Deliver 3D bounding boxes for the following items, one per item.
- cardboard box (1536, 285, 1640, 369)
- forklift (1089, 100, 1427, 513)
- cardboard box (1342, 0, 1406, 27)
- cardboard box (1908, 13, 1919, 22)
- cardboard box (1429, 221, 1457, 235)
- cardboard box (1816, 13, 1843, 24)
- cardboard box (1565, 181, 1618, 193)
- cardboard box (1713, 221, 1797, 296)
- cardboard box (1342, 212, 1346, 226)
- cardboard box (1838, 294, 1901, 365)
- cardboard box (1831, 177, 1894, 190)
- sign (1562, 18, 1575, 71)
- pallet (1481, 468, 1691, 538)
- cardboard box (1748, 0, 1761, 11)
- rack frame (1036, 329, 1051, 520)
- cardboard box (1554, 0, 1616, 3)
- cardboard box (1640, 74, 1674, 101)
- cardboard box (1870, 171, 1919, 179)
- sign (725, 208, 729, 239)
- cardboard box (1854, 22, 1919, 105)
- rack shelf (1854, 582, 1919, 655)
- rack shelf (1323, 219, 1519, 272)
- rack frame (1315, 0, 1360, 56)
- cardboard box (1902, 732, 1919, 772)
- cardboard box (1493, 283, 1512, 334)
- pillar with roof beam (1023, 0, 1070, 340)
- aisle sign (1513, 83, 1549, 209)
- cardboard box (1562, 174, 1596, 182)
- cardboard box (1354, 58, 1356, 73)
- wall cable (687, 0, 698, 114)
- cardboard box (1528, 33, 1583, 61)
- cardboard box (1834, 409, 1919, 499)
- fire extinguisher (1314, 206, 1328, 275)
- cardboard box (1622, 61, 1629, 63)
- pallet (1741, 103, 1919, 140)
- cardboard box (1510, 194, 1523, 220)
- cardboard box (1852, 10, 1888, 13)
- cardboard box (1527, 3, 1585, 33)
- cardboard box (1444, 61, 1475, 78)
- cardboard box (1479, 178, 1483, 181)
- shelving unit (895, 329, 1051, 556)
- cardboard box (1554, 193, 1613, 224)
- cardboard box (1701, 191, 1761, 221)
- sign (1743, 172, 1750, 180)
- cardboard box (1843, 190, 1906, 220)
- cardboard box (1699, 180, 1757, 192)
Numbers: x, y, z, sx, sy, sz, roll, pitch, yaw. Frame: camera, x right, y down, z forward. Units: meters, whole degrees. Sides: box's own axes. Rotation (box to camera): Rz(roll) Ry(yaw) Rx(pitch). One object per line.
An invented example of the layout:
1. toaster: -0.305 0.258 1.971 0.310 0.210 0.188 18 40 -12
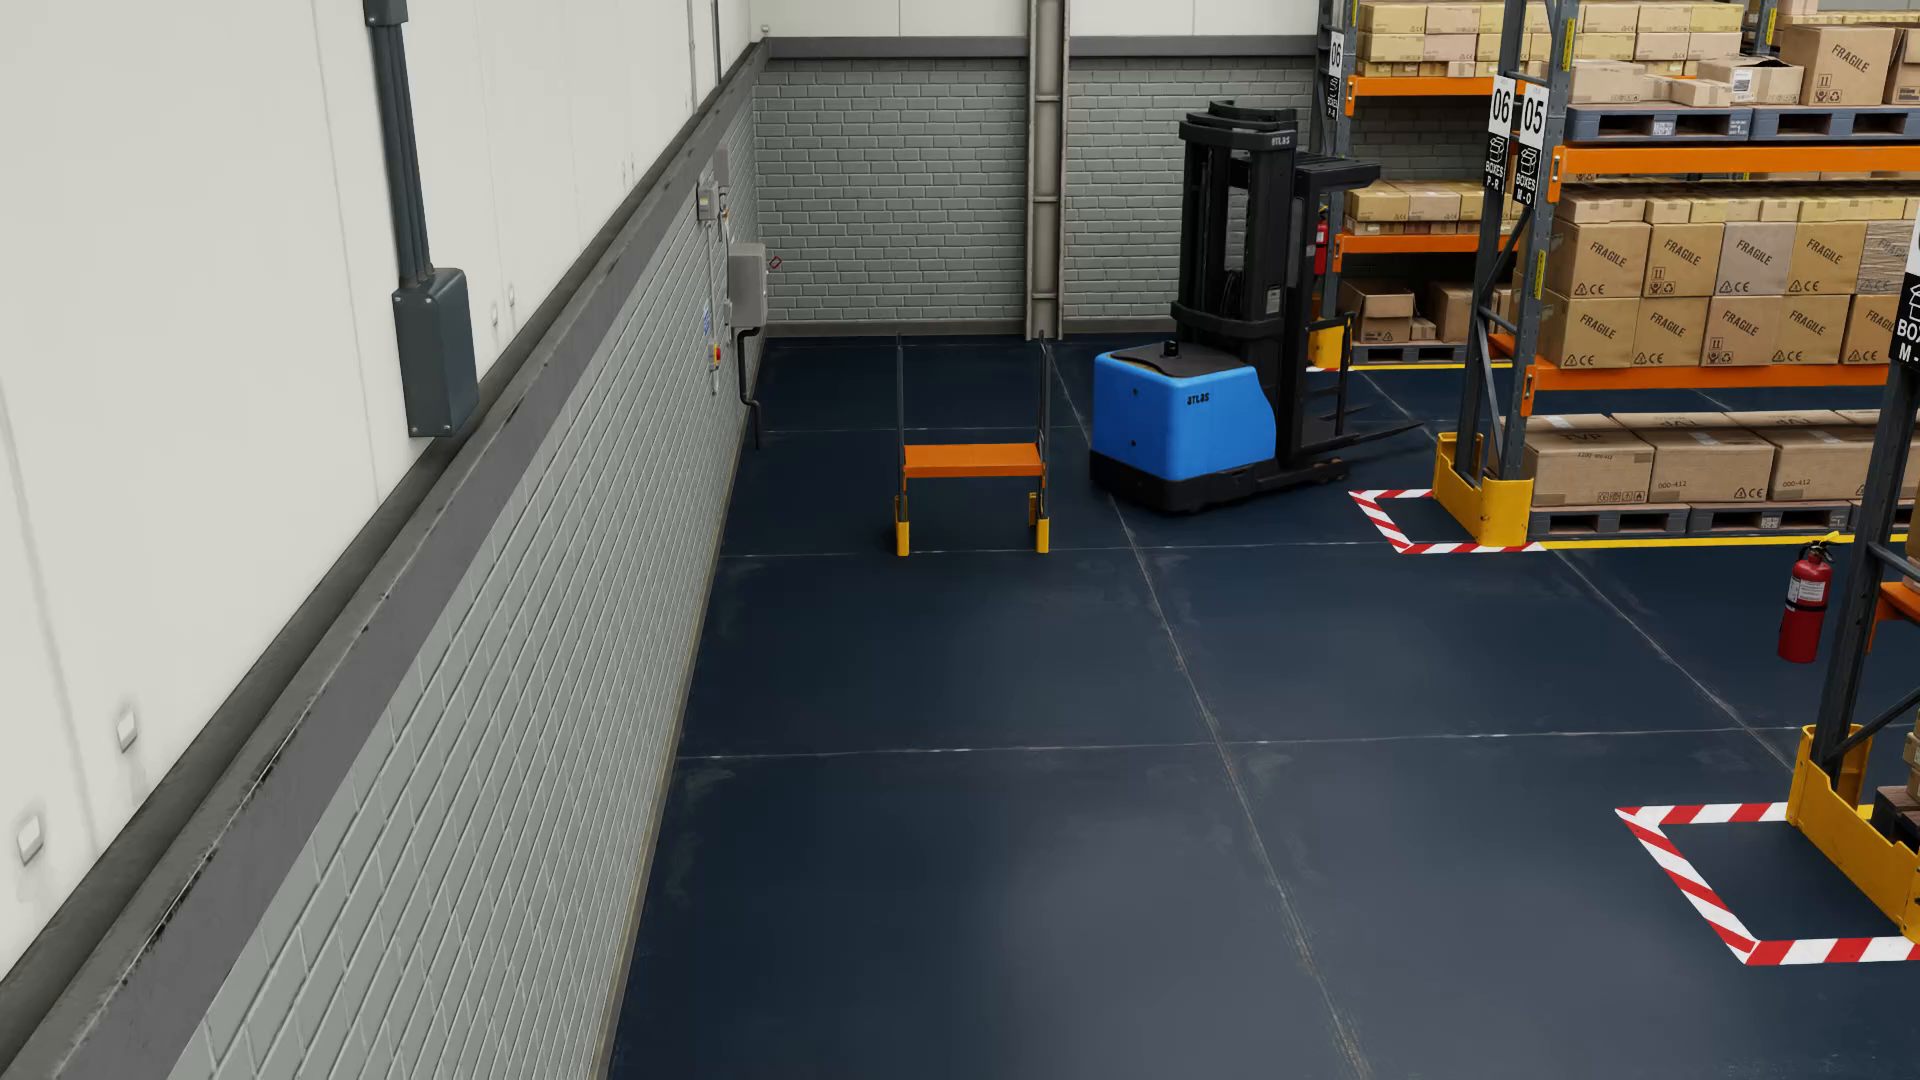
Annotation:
1. cardboard box: 4.415 -1.515 11.744 0.500 0.500 0.500 -1 21 -3
2. forklift: 2.532 -1.961 13.151 3.031 2.935 1.130 -14 25 -32
3. cardboard box: 4.060 -5.136 16.270 0.500 0.250 0.500 -2 21 -5
4. cardboard box: 9.232 -4.972 15.954 0.250 0.149 0.380 -1 21 -3
5. cardboard box: 4.744 -3.138 16.501 0.250 0.149 0.380 -1 21 -1
6. cardboard box: 8.212 -4.952 15.901 0.250 0.149 0.380 -1 21 -2
7. cardboard box: 4.519 -2.470 11.935 0.250 0.149 0.380 -1 21 -2
8. cardboard box: 5.444 -2.009 11.637 0.500 0.500 0.500 -1 21 -3
9. cardboard box: 3.948 -3.308 16.948 0.250 0.149 0.380 -1 21 -4
10. cardboard box: 6.450 -1.560 11.863 0.500 0.500 0.500 -1 21 -4
11. cardboard box: 6.557 -2.535 12.107 0.250 0.149 0.380 -2 21 -5
12. sign: 3.945 -3.211 10.783 0.005 0.325 0.100 -1 21 -3
13. pallet: 4.714 -0.301 12.616 1.213 0.211 1.003 -1 21 -3
14. cardboard box: 7.928 -5.296 16.221 0.258 0.266 0.396 -1 21 -4
15. rack frame: 0.593 -0.713 11.886 0.032 1.500 0.500 -1 21 -3
16. cardboard box: 6.092 -5.174 16.369 0.500 0.250 0.500 -1 21 -4
17. cardboard box: 4.778 -3.166 11.627 0.250 0.149 0.380 -3 21 -7
18. cardboard box: 9.422 -3.605 16.643 0.500 0.500 0.700 -1 21 -3
19. sign: -1.886 -2.549 13.440 0.001 0.242 0.339 -1 21 -3
20. cardboard box: 6.569 -3.296 11.471 0.637 0.503 0.797 0 21 1
21. rack shelf: 6.300 0.491 7.626 4.000 0.370 1.077 -1 21 -3
22. rack shelf: 5.629 -3.028 16.870 4.000 0.370 1.077 -1 21 -3
23. rack frame: 3.633 -6.127 15.568 0.127 3.000 1.000 -1 21 -3
24. cardboard box: 4.814 1.081 8.065 0.250 0.149 0.380 -2 21 -5
25. cardboard box: 5.638 -2.309 16.894 0.500 0.500 0.500 -1 21 -2
26. pillar with roof beam: 1.135 -4.864 12.248 0.400 9.000 9.100 -1 21 -3
27. aisle sign: 3.864 -2.671 11.267 0.004 0.787 0.394 -1 21 -3
28. cardboard box: 6.124 -3.889 16.858 0.500 0.500 0.500 -2 21 -5
29. cardboard box: 3.939 -4.697 16.379 0.250 0.149 0.380 -1 21 -2
30. wall cable: -1.743 -4.149 10.370 0.029 3.000 0.463 -1 21 -3
31. cardboard box: 5.624 -4.749 15.955 0.500 0.250 0.500 -1 21 -4
32. cardboard box: 7.280 -0.666 12.665 0.875 0.438 0.875 -1 21 -4
33. fire extinguisher: 3.512 -2.946 16.276 0.183 0.674 0.296 -1 21 -3
34. cardboard box: 6.257 -4.573 16.053 0.250 0.149 0.380 0 21 -1
35. pallet: 5.881 -2.966 11.603 1.213 0.211 1.003 -1 21 -3
36. cardboard box: 5.620 -3.346 16.486 0.500 0.250 0.500 -2 21 -4
37. cardboard box: 8.948 -5.138 16.390 0.250 0.149 0.380 -2 21 -5
38. cardboard box: 5.608 -4.981 15.861 0.500 0.250 0.500 -1 21 -2
39. cardboard box: 4.736 -4.514 15.900 0.250 0.149 0.380 -1 21 -2
40. cardboard box: 5.608 -3.525 16.957 0.500 0.250 0.500 -1 21 -3
41. shelving unit: 0.076 -0.702 11.858 1.083 1.500 0.587 -1 21 -3
42. cardboard box: 4.290 -2.287 11.454 0.250 0.149 0.380 -1 21 -2
43. cardboard box: 5.335 -2.318 11.535 0.250 0.149 0.380 -1 21 -3
44. sign: 7.665 -3.617 16.189 0.005 0.325 0.100 -1 21 -3
45. cardboard box: 6.344 -2.336 11.584 0.250 0.149 0.380 -2 21 -4
46. cardboard box: 5.537 -2.501 12.018 0.250 0.149 0.380 -1 21 -2
